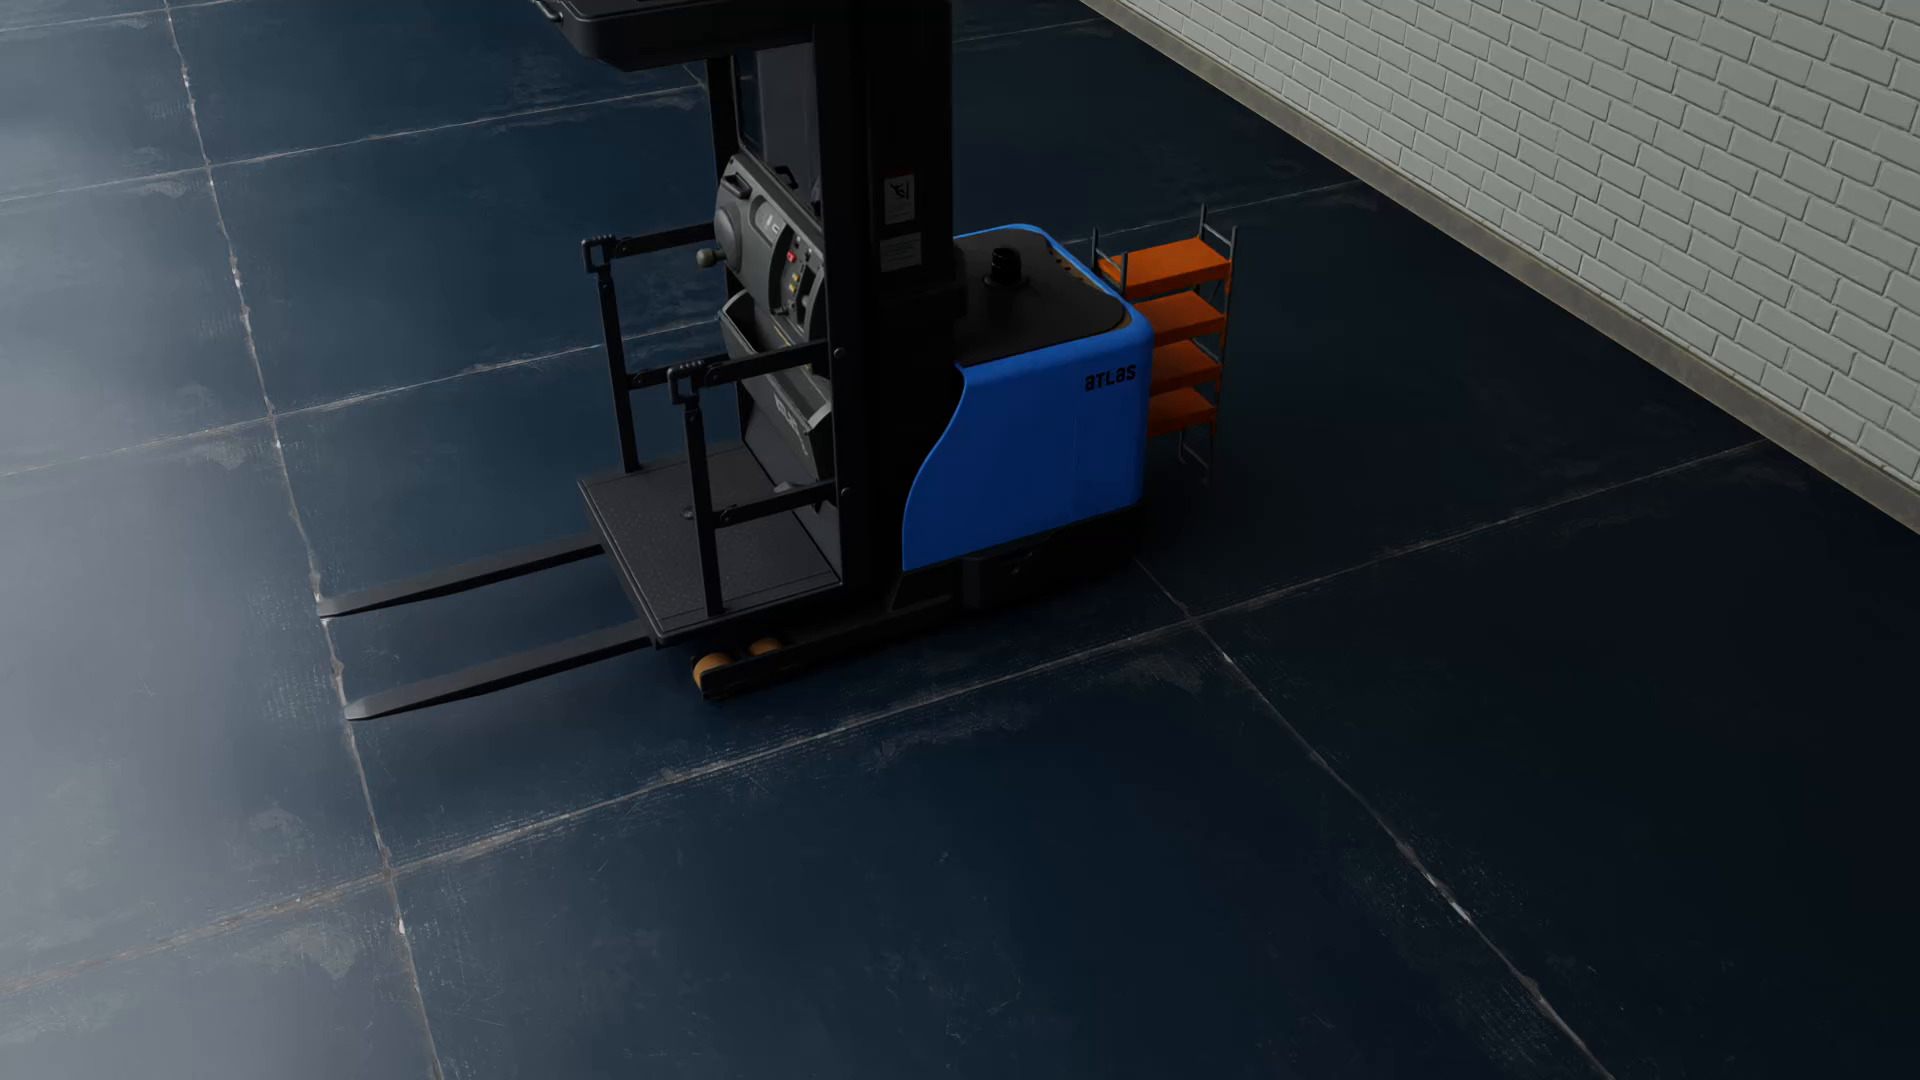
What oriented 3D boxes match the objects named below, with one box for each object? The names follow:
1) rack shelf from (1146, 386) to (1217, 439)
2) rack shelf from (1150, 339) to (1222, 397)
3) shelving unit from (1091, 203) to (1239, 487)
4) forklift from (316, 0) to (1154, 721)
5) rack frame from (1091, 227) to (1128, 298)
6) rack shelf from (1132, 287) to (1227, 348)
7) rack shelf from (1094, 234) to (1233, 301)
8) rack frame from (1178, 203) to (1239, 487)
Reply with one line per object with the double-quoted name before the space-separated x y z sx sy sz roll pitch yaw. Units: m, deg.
"rack shelf" 0.786 -0.498 6.860 0.480 0.148 0.258 -16 39 -20
"rack shelf" 0.786 -0.657 6.742 0.480 0.148 0.258 -16 39 -20
"shelving unit" 0.786 -0.711 6.702 0.503 1.200 0.258 -16 39 -20
"forklift" -0.834 -0.966 5.593 3.031 2.935 1.130 -16 39 -20
"rack frame" 0.566 -0.648 6.616 0.015 1.200 0.240 -16 39 -20
"rack shelf" 0.786 -0.837 6.608 0.480 0.148 0.258 -16 39 -20
"rack shelf" 0.786 -1.027 6.468 0.480 0.148 0.258 -16 39 -20
"rack frame" 1.005 -0.774 6.787 0.015 1.200 0.240 -16 39 -20
